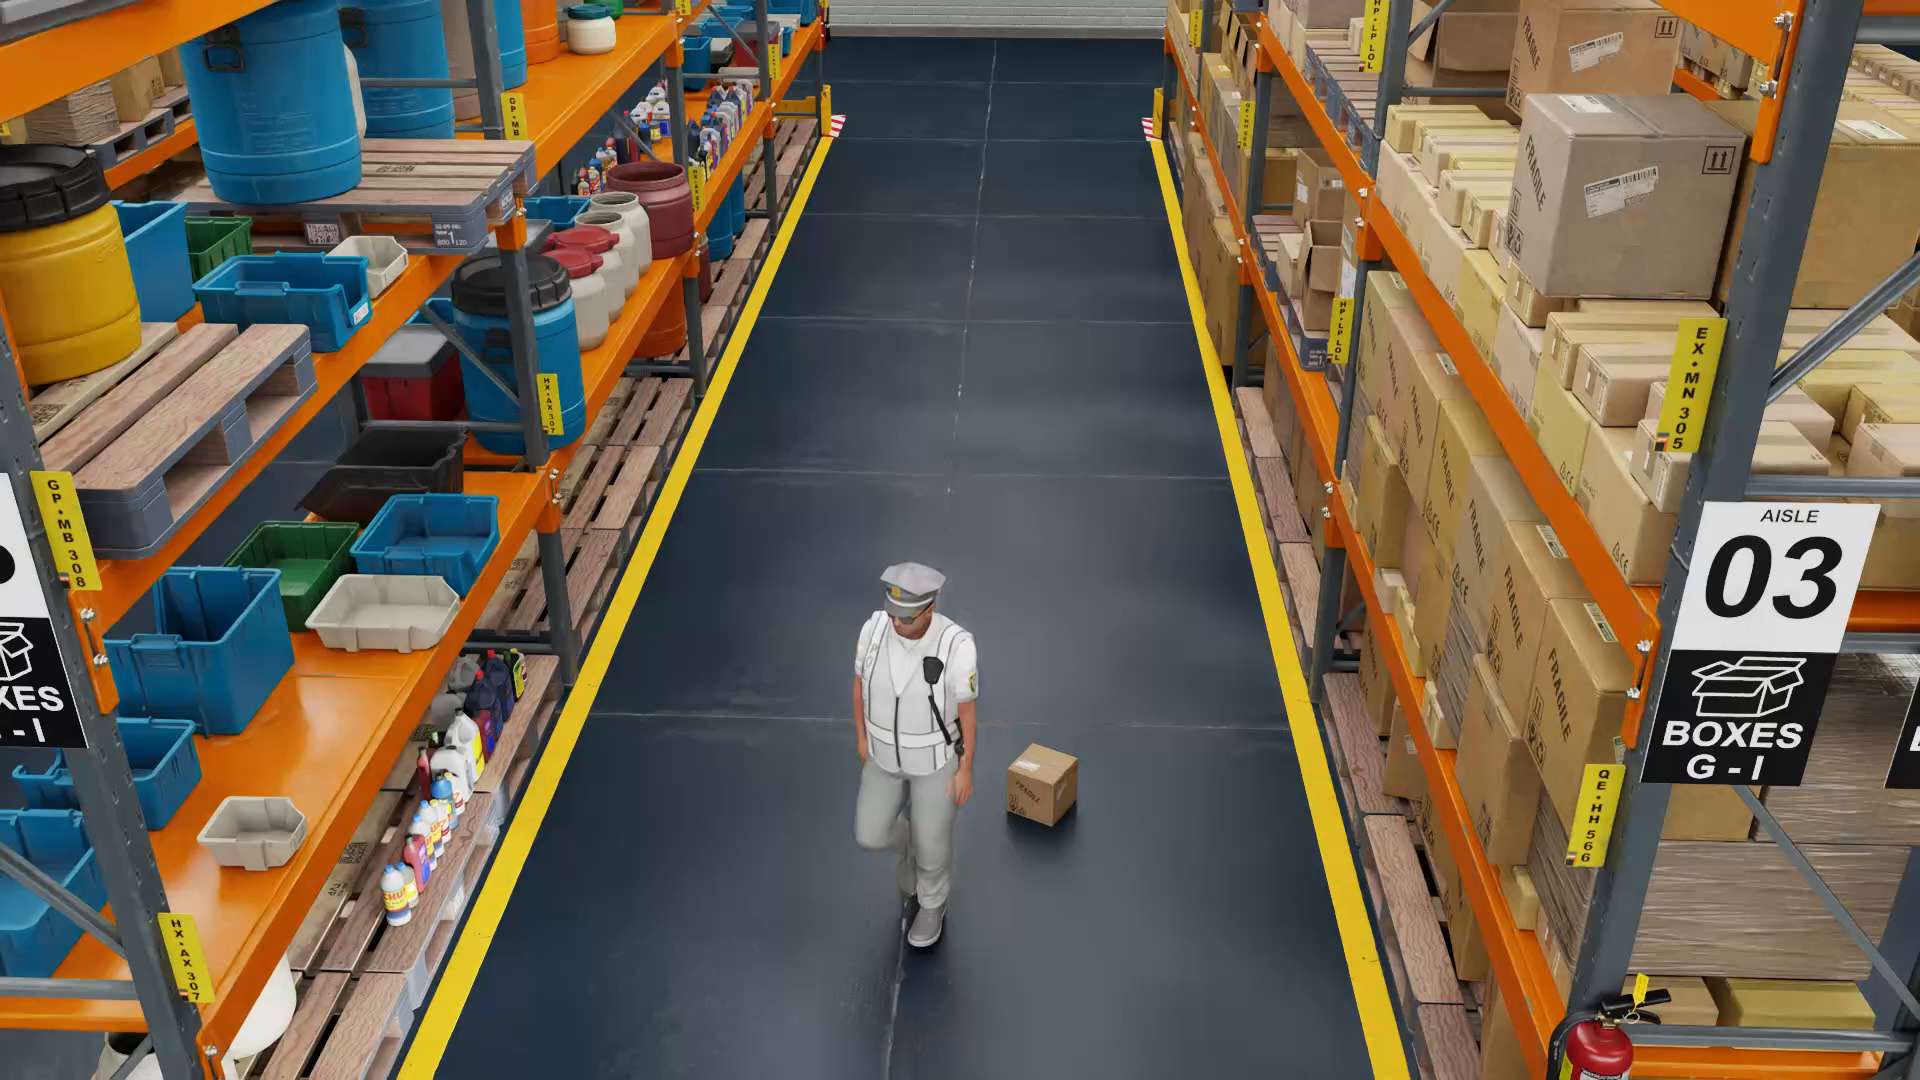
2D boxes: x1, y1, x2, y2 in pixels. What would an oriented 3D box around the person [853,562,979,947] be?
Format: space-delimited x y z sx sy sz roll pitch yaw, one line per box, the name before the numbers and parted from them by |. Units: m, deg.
person | -0.185 0.864 6.937 0.557 1.746 0.521 10 29 18
